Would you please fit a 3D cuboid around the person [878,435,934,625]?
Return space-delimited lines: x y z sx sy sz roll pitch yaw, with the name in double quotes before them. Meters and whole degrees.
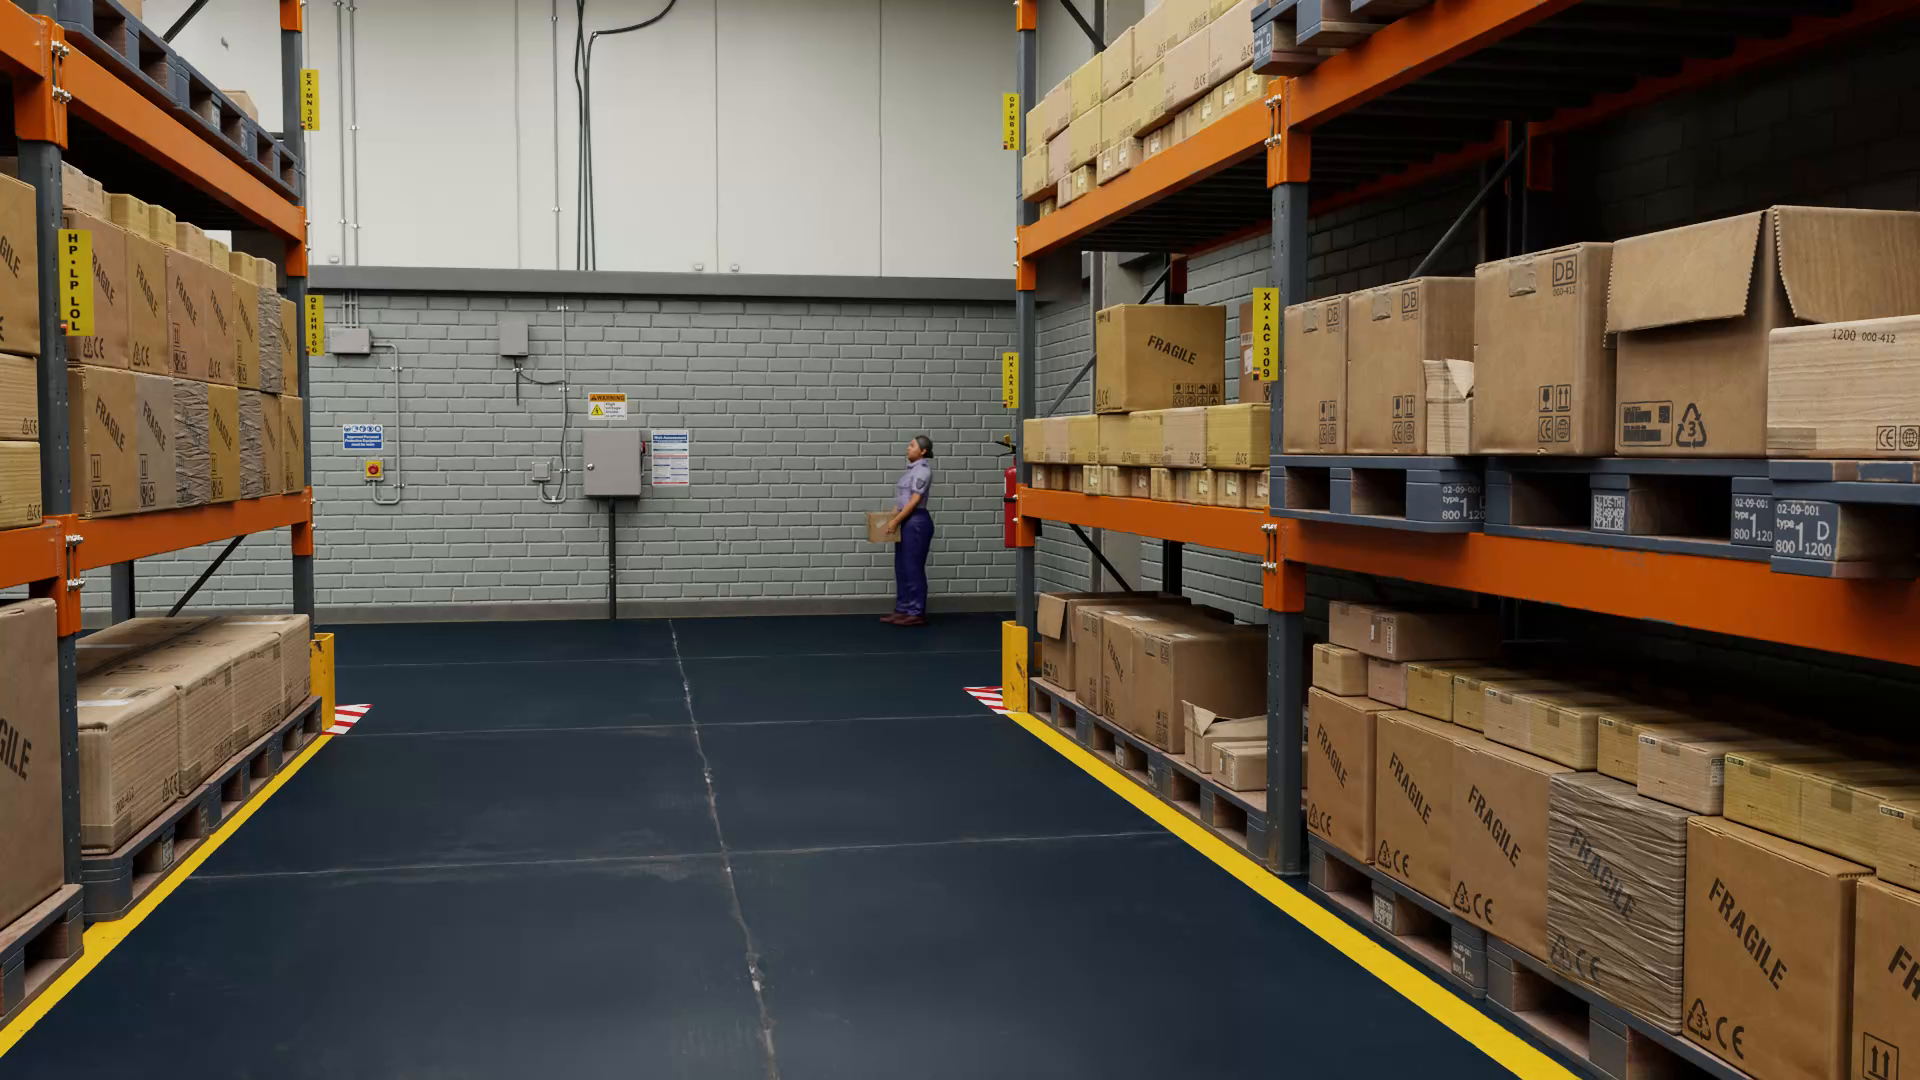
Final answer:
"person" -0.457 -0.085 14.501 0.456 1.653 0.522 -1 3 -12
